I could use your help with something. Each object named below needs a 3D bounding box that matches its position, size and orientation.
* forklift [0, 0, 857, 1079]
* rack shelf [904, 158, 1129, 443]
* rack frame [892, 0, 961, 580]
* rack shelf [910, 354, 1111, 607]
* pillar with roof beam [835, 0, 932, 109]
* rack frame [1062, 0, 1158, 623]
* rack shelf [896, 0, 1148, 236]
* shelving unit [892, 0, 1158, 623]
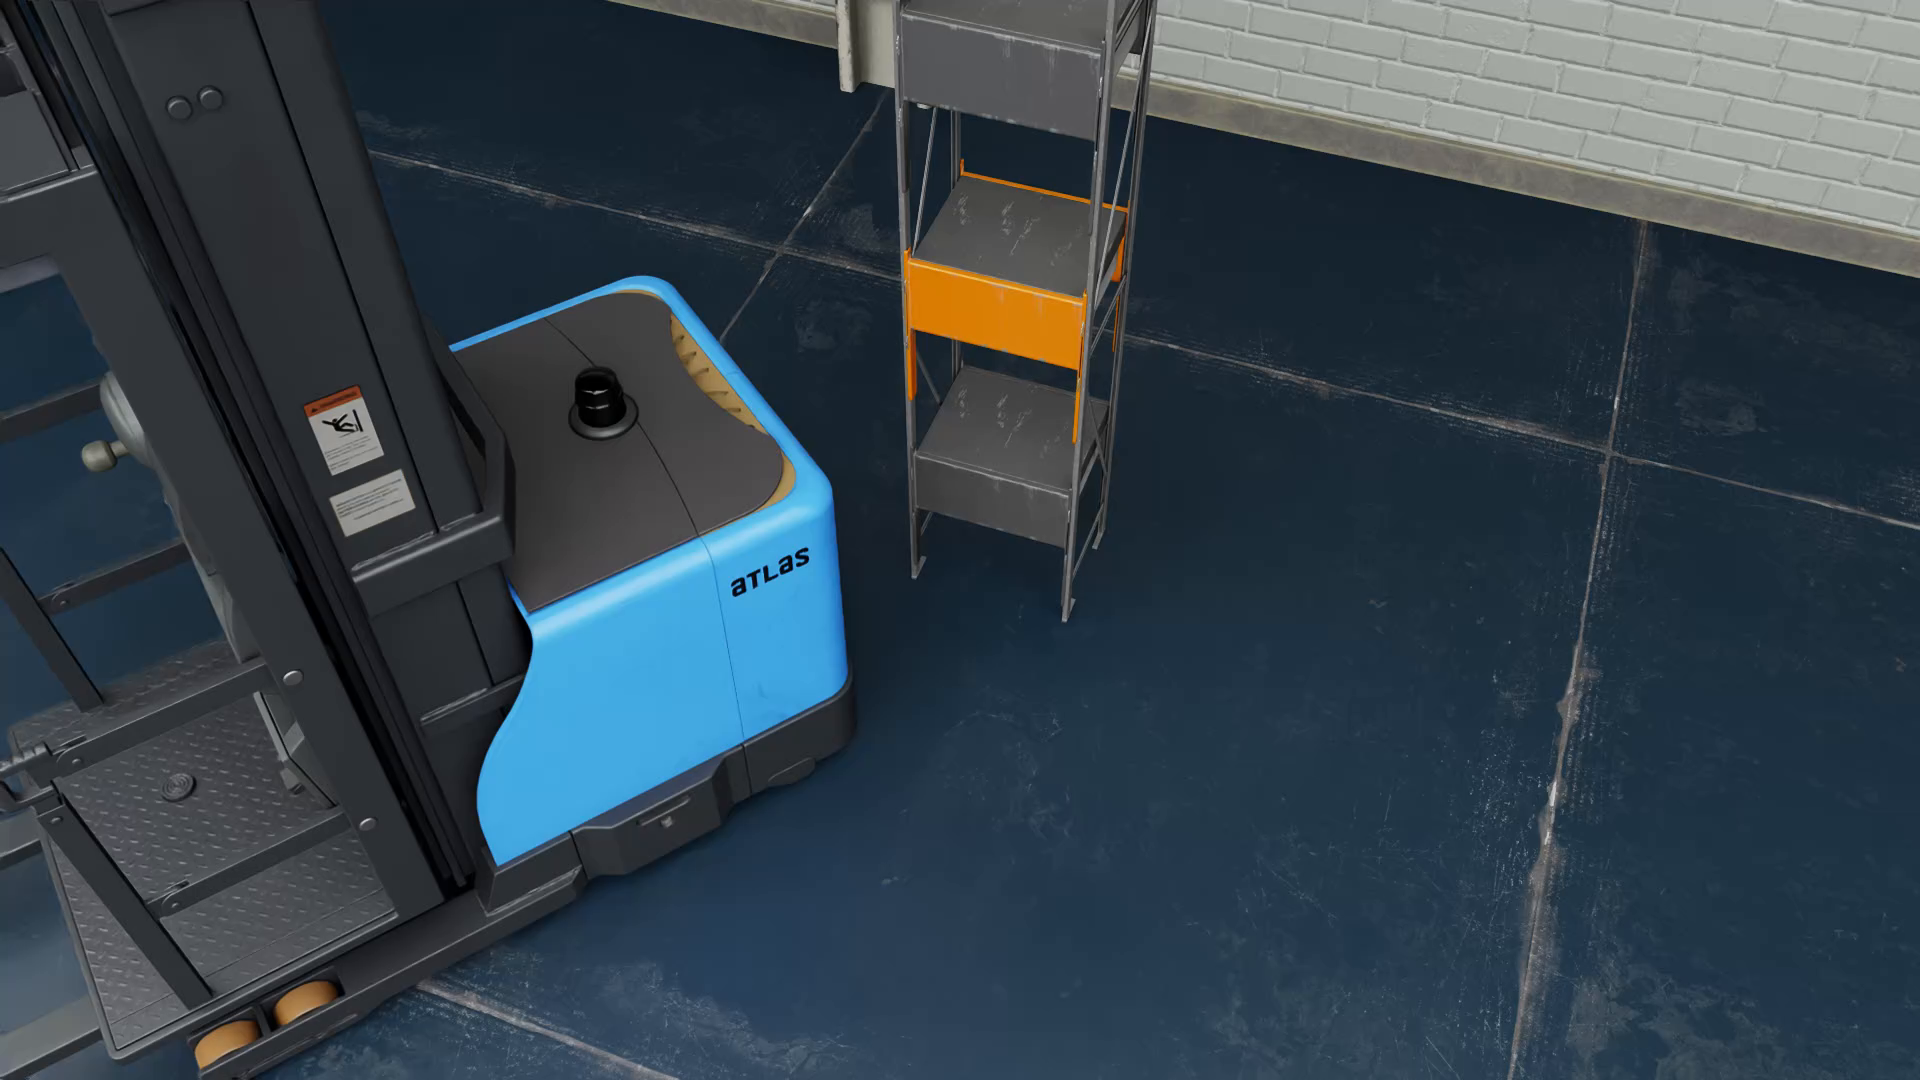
[{"bbox_3d":[-1.808,-0.084,3.383,3.031,2.935,1.130,-26,54,-21],"label":"forklift"},{"bbox_3d":[0.155,-0.635,4.429,0.480,0.518,0.431,16,51,13],"label":"rack shelf"},{"bbox_3d":[-0.074,-0.708,4.474,0.015,2.100,0.400,16,51,13],"label":"rack frame"},{"bbox_3d":[0.155,-0.177,4.958,0.480,0.518,0.431,16,51,13],"label":"rack shelf"},{"bbox_3d":[-1.749,-1.810,0.864,0.400,9.000,9.100,16,51,13],"label":"pillar with roof beam"},{"bbox_3d":[0.384,-0.580,4.364,0.015,2.100,0.400,16,51,13],"label":"rack frame"},{"bbox_3d":[0.155,-1.094,3.900,0.480,0.518,0.431,16,51,13],"label":"rack shelf"},{"bbox_3d":[0.155,-0.644,4.419,0.503,2.100,0.431,16,51,13],"label":"shelving unit"}]
